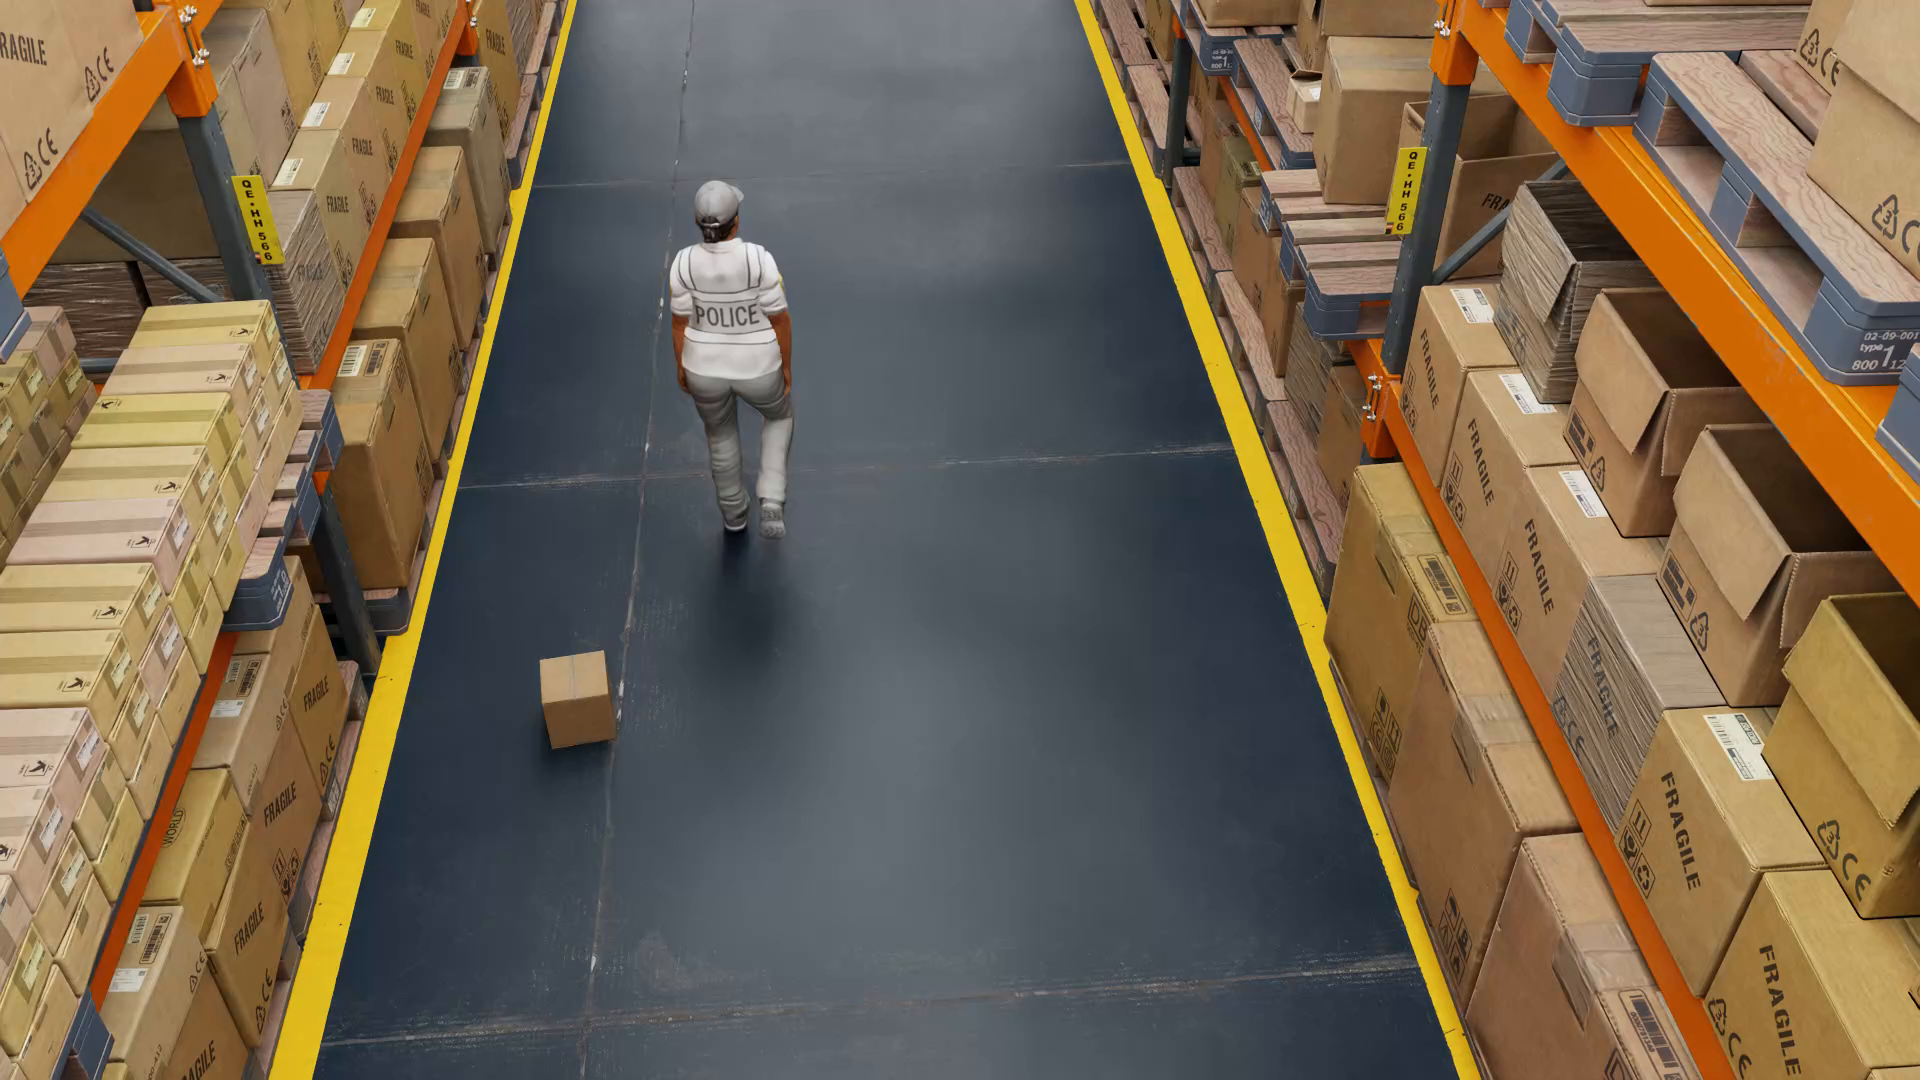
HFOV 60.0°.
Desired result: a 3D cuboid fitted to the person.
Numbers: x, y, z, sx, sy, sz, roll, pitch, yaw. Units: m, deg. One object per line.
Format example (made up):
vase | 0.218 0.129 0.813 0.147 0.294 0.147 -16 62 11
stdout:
person | -0.948 -0.716 6.991 0.504 1.649 0.487 -2 39 -2
